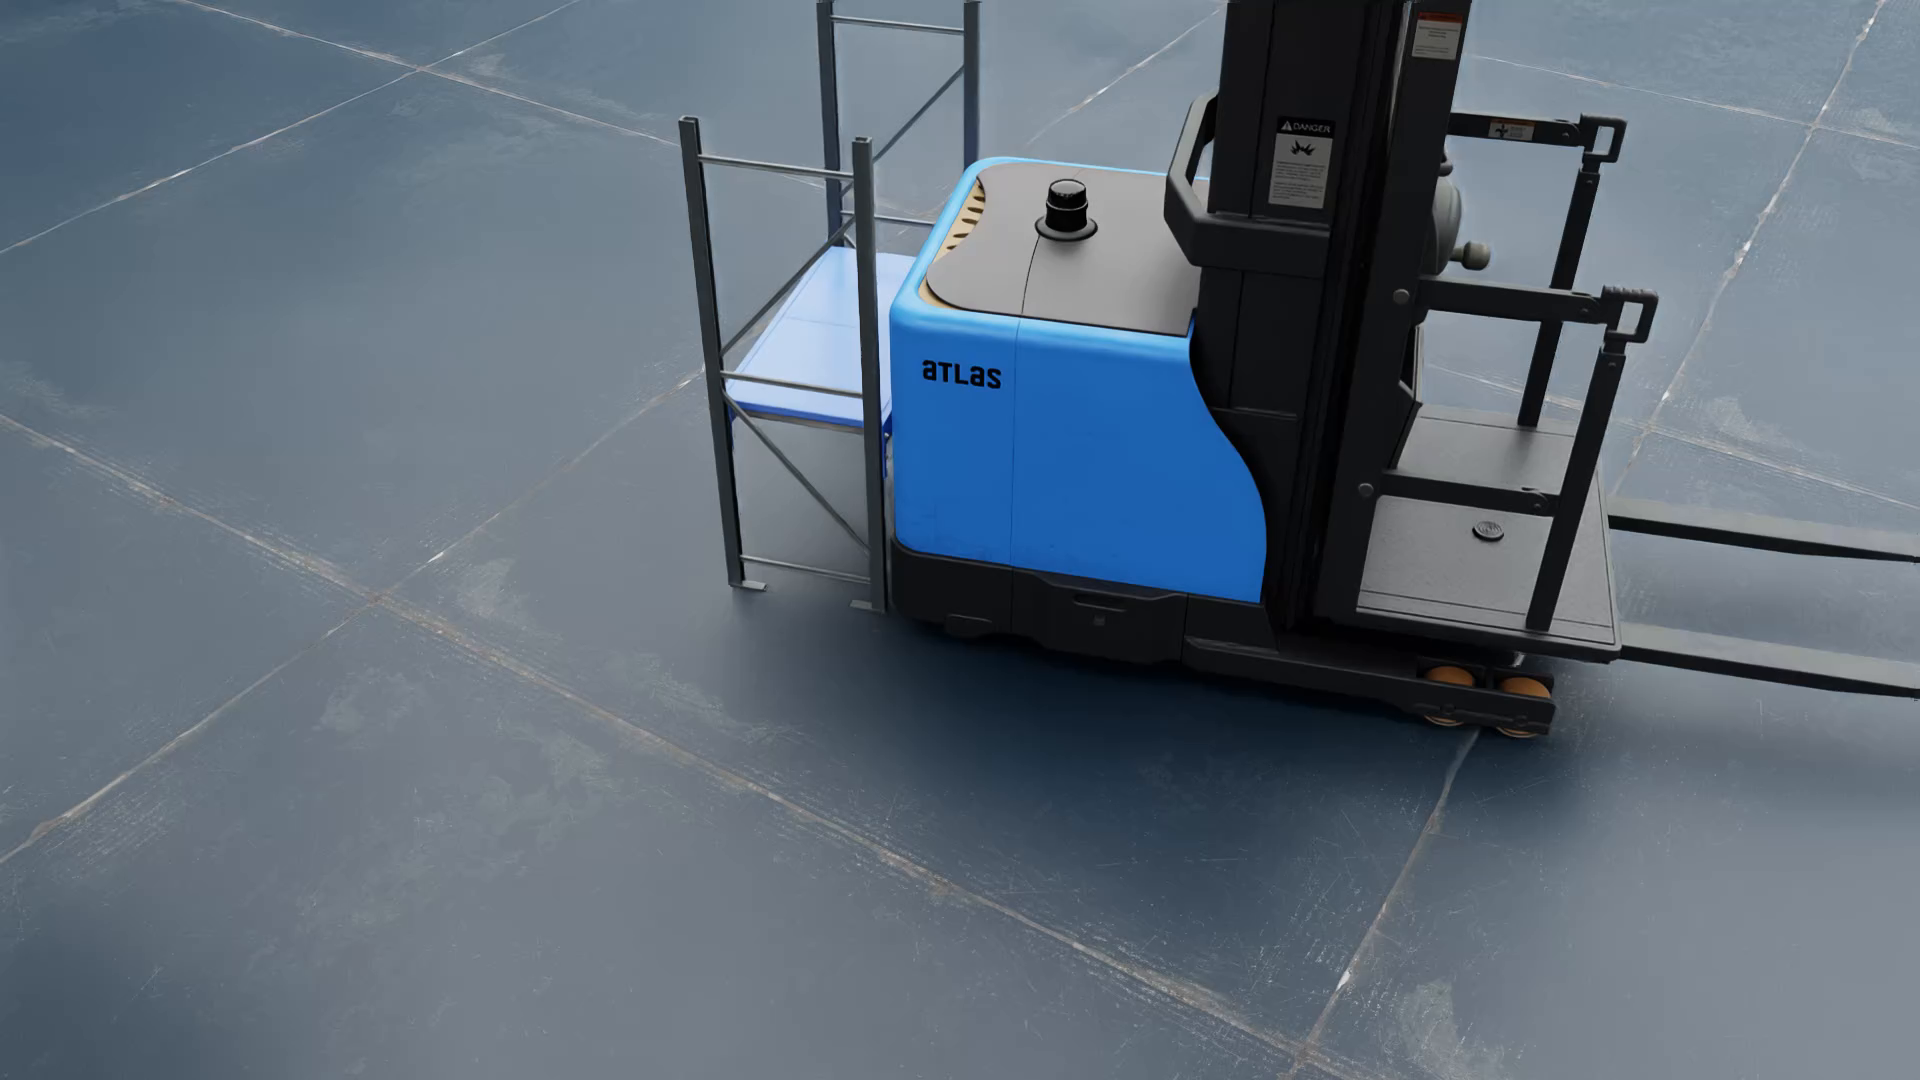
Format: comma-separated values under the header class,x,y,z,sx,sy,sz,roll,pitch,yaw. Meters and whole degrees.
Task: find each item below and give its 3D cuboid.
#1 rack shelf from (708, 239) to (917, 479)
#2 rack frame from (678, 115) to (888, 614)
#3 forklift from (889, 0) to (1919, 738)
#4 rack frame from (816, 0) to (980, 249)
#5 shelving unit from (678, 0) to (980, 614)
class,x,y,z,sx,sy,sz,roll,pitch,yaw
rack shelf,-0.322,-0.579,5.068,0.538,0.185,1.000,10,39,12
rack frame,-0.460,-0.423,4.570,0.500,1.500,0.032,10,39,12
forklift,1.374,-0.980,4.120,3.031,2.935,1.130,8,38,11
rack frame,-0.185,-1.021,5.346,0.500,1.500,0.032,10,39,12
shelving unit,-0.322,-0.722,4.958,0.538,1.500,1.048,10,39,12
